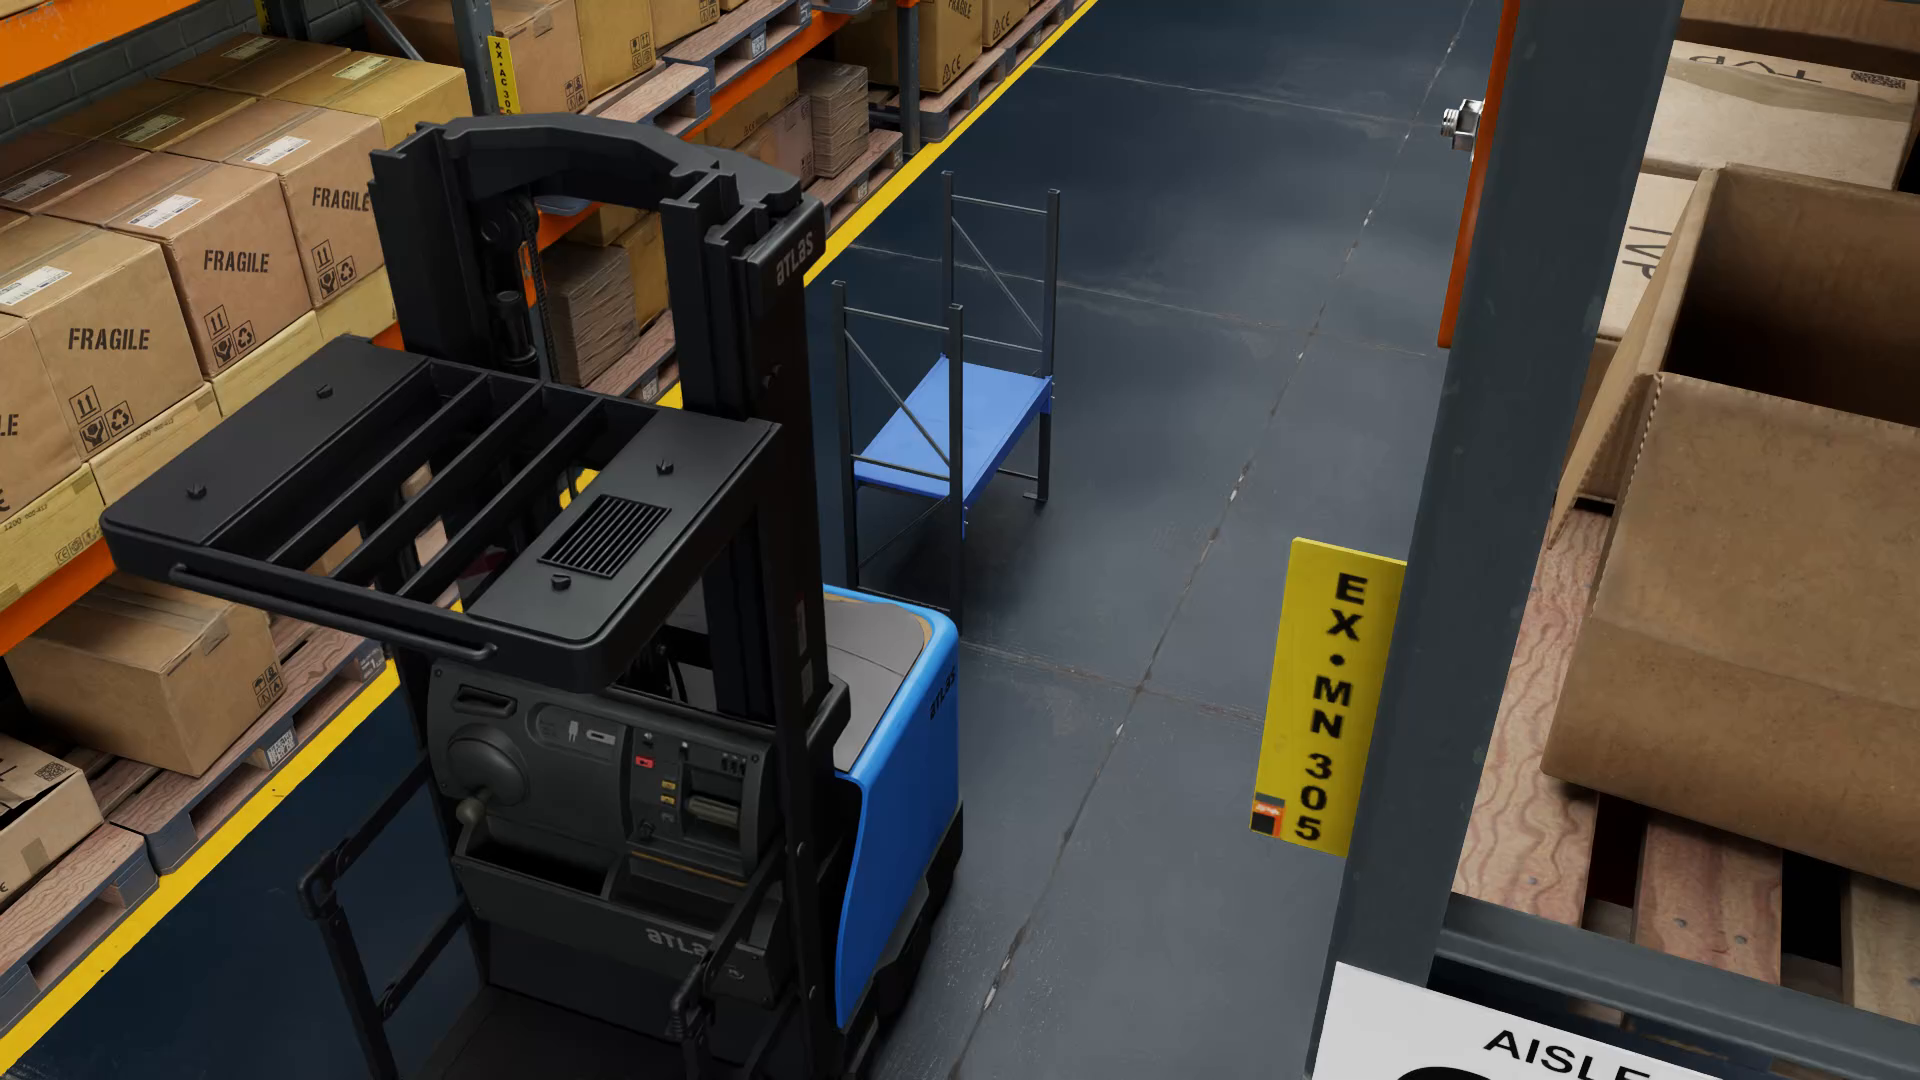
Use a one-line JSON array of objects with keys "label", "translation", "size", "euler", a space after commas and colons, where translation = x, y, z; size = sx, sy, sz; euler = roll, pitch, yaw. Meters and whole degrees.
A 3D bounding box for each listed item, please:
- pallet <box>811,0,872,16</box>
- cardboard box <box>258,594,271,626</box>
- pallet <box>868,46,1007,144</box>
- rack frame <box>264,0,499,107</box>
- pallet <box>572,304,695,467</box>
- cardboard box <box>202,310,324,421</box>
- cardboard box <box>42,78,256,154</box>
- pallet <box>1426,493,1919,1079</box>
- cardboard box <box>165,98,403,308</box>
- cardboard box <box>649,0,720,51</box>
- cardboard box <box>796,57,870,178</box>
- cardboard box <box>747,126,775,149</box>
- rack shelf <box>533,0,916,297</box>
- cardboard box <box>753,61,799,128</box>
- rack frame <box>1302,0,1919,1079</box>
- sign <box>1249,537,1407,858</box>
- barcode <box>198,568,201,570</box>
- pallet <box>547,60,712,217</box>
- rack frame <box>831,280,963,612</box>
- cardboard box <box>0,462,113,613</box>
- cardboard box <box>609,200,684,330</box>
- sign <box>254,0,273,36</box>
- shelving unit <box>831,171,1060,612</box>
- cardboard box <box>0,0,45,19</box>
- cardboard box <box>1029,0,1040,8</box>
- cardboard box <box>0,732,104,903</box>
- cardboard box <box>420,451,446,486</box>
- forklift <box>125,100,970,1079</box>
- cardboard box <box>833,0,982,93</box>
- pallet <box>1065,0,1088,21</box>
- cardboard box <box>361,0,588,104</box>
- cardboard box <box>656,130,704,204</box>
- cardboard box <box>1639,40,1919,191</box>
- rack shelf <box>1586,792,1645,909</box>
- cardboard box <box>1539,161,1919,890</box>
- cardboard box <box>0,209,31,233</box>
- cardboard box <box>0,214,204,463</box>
[{"label": "pallet", "translation": [-0.909, -3.264, 9.272], "size": [1.213, 0.211, 1.003], "euler": [14, 39, 18]}, {"label": "cardboard box", "translation": [-2.885, 0.301, 6.355], "size": [0.380, 0.149, 0.250], "euler": [11, 38, 14]}, {"label": "pallet", "translation": [-0.367, -3.063, 11.171], "size": [1.003, 0.211, 1.213], "euler": [14, 39, 18]}, {"label": "rack frame", "translation": [-2.258, -1.546, 6.812], "size": [1.000, 3.000, 0.127], "euler": [14, 39, 18]}, {"label": "pallet", "translation": [-1.963, -0.860, 8.224], "size": [1.003, 0.211, 1.213], "euler": [14, 39, 18]}, {"label": "cardboard box", "translation": [-2.532, -0.606, 5.664], "size": [0.500, 0.250, 0.500], "euler": [14, 39, 17]}, {"label": "cardboard box", "translation": [-2.831, -1.296, 5.960], "size": [0.500, 0.500, 0.500], "euler": [14, 39, 17]}, {"label": "pallet", "translation": [1.095, 0.244, 1.987], "size": [1.003, 0.211, 1.213], "euler": [14, 39, 18]}, {"label": "cardboard box", "translation": [-2.337, -1.184, 5.811], "size": [0.500, 0.500, 0.500], "euler": [14, 39, 17]}, {"label": "cardboard box", "translation": [-1.592, -2.715, 7.926], "size": [0.700, 0.500, 0.500], "euler": [19, 41, 24]}, {"label": "cardboard box", "translation": [-0.962, -2.525, 9.843], "size": [0.700, 0.500, 0.500], "euler": [14, 39, 18]}, {"label": "cardboard box", "translation": [-1.428, -1.984, 9.120], "size": [0.700, 0.500, 0.500], "euler": [14, 39, 18]}, {"label": "rack shelf", "translation": [-1.497, -2.365, 8.509], "size": [1.077, 0.370, 4.000], "euler": [14, 39, 18]}, {"label": "cardboard box", "translation": [-1.237, -2.524, 9.215], "size": [0.500, 0.250, 0.500], "euler": [15, 39, 19]}, {"label": "rack frame", "translation": [0.802, -0.607, 0.546], "size": [1.000, 3.000, 0.127], "euler": [14, 39, 18]}, {"label": "sign", "translation": [0.306, 0.140, 1.379], "size": [0.100, 0.325, 0.005], "euler": [14, 39, 18]}, {"label": "barcode", "translation": [-2.965, 0.153, 6.461], "size": [0.001, 0.075, 0.075], "euler": [14, 39, 18]}, {"label": "pallet", "translation": [-1.833, -1.859, 7.391], "size": [1.003, 0.211, 1.213], "euler": [14, 39, 18]}, {"label": "rack frame", "translation": [-0.226, -0.272, 6.361], "size": [0.500, 1.500, 0.032], "euler": [14, 39, 18]}, {"label": "cardboard box", "translation": [-2.917, -0.048, 4.917], "size": [0.500, 0.250, 0.500], "euler": [13, 39, 17]}, {"label": "cardboard box", "translation": [-1.843, -1.429, 8.377], "size": [0.700, 0.500, 0.500], "euler": [13, 39, 17]}, {"label": "sign", "translation": [-2.773, -2.134, 6.632], "size": [0.100, 0.325, 0.005], "euler": [14, 39, 18]}, {"label": "shelving unit", "translation": [-0.032, -0.554, 6.738], "size": [0.538, 1.500, 1.048], "euler": [14, 39, 18]}, {"label": "cardboard box", "translation": [-2.806, -1.588, 4.263], "size": [0.500, 0.500, 0.500], "euler": [16, 40, 21]}, {"label": "cardboard box", "translation": [0.323, -4.400, 12.076], "size": [0.750, 0.750, 0.750], "euler": [15, 39, 19]}, {"label": "cardboard box", "translation": [-3.217, 0.892, 5.430], "size": [0.500, 0.311, 0.500], "euler": [17, 40, 21]}, {"label": "cardboard box", "translation": [-2.434, -0.284, 7.123], "size": [0.380, 0.166, 0.250], "euler": [9, 38, 12]}, {"label": "forklift", "translation": [-0.954, 0.606, 3.992], "size": [1.130, 2.935, 3.031], "euler": [12, 39, 16]}, {"label": "cardboard box", "translation": [-0.335, -3.445, 10.798], "size": [0.750, 0.750, 0.750], "euler": [13, 39, 17]}, {"label": "pallet", "translation": [0.562, -4.414, 12.978], "size": [1.003, 0.211, 1.213], "euler": [14, 39, 18]}, {"label": "cardboard box", "translation": [-2.033, -2.036, 7.017], "size": [0.700, 0.500, 0.500], "euler": [14, 39, 18]}, {"label": "cardboard box", "translation": [-1.635, -1.966, 8.468], "size": [0.500, 0.250, 0.500], "euler": [13, 39, 16]}, {"label": "cardboard box", "translation": [1.208, -0.600, 2.649], "size": [0.500, 0.311, 0.500], "euler": [19, 41, 23]}, {"label": "rack shelf", "translation": [1.563, -0.225, 3.141], "size": [1.077, 0.370, 4.000], "euler": [14, 39, 18]}, {"label": "cardboard box", "translation": [1.025, 0.011, 1.670], "size": [0.797, 0.503, 0.637], "euler": [17, 40, 21]}, {"label": "cardboard box", "translation": [-3.212, -0.731, 5.205], "size": [0.500, 0.500, 0.500], "euler": [14, 39, 18]}, {"label": "cardboard box", "translation": [-2.736, -0.620, 5.056], "size": [0.500, 0.500, 0.500], "euler": [15, 39, 19]}]
